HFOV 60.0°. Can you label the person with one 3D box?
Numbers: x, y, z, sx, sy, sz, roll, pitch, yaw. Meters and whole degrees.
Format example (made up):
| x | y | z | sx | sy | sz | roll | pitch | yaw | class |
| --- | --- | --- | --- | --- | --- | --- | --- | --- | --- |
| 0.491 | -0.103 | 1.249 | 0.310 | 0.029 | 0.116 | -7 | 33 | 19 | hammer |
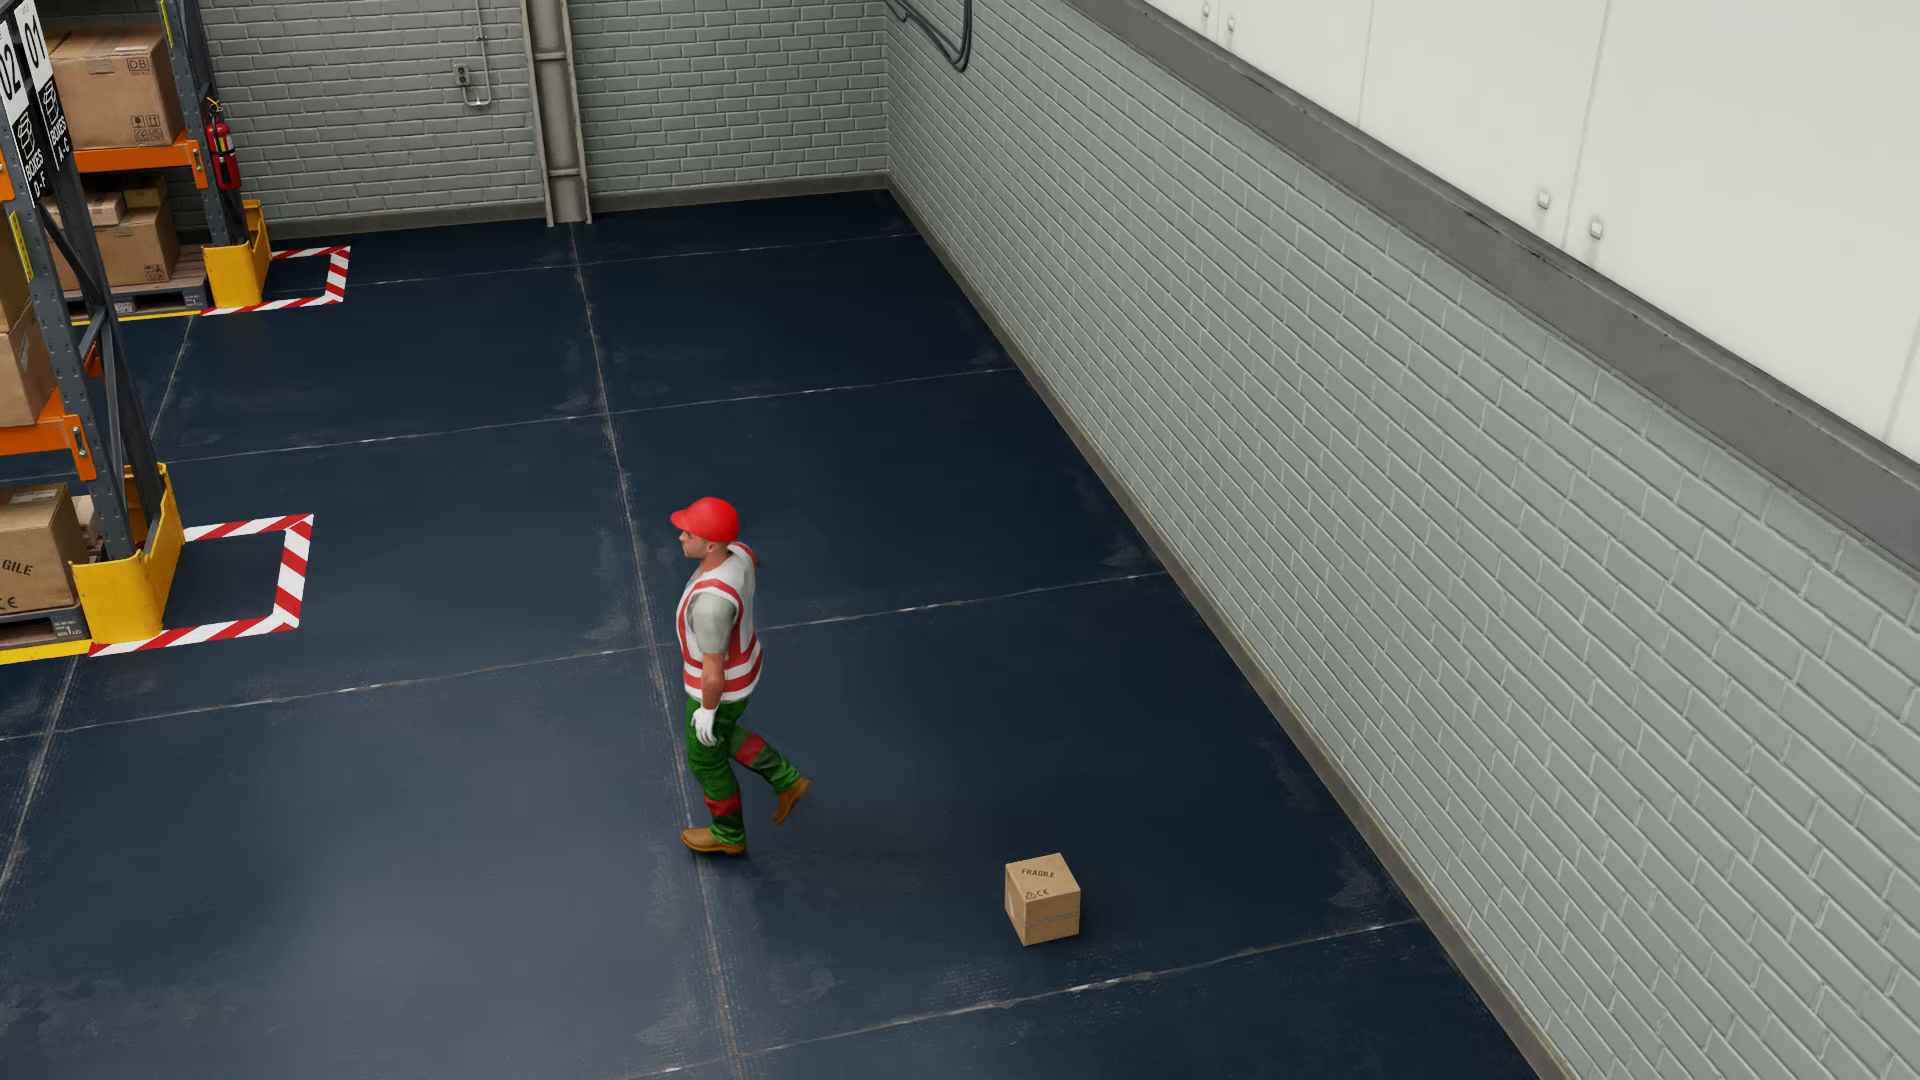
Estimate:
| x | y | z | sx | sy | sz | roll | pitch | yaw | class |
| --- | --- | --- | --- | --- | --- | --- | --- | --- | --- |
| -0.969 | 0.599 | 7.130 | 0.585 | 1.782 | 0.574 | 4 | 30 | 7 | person |
